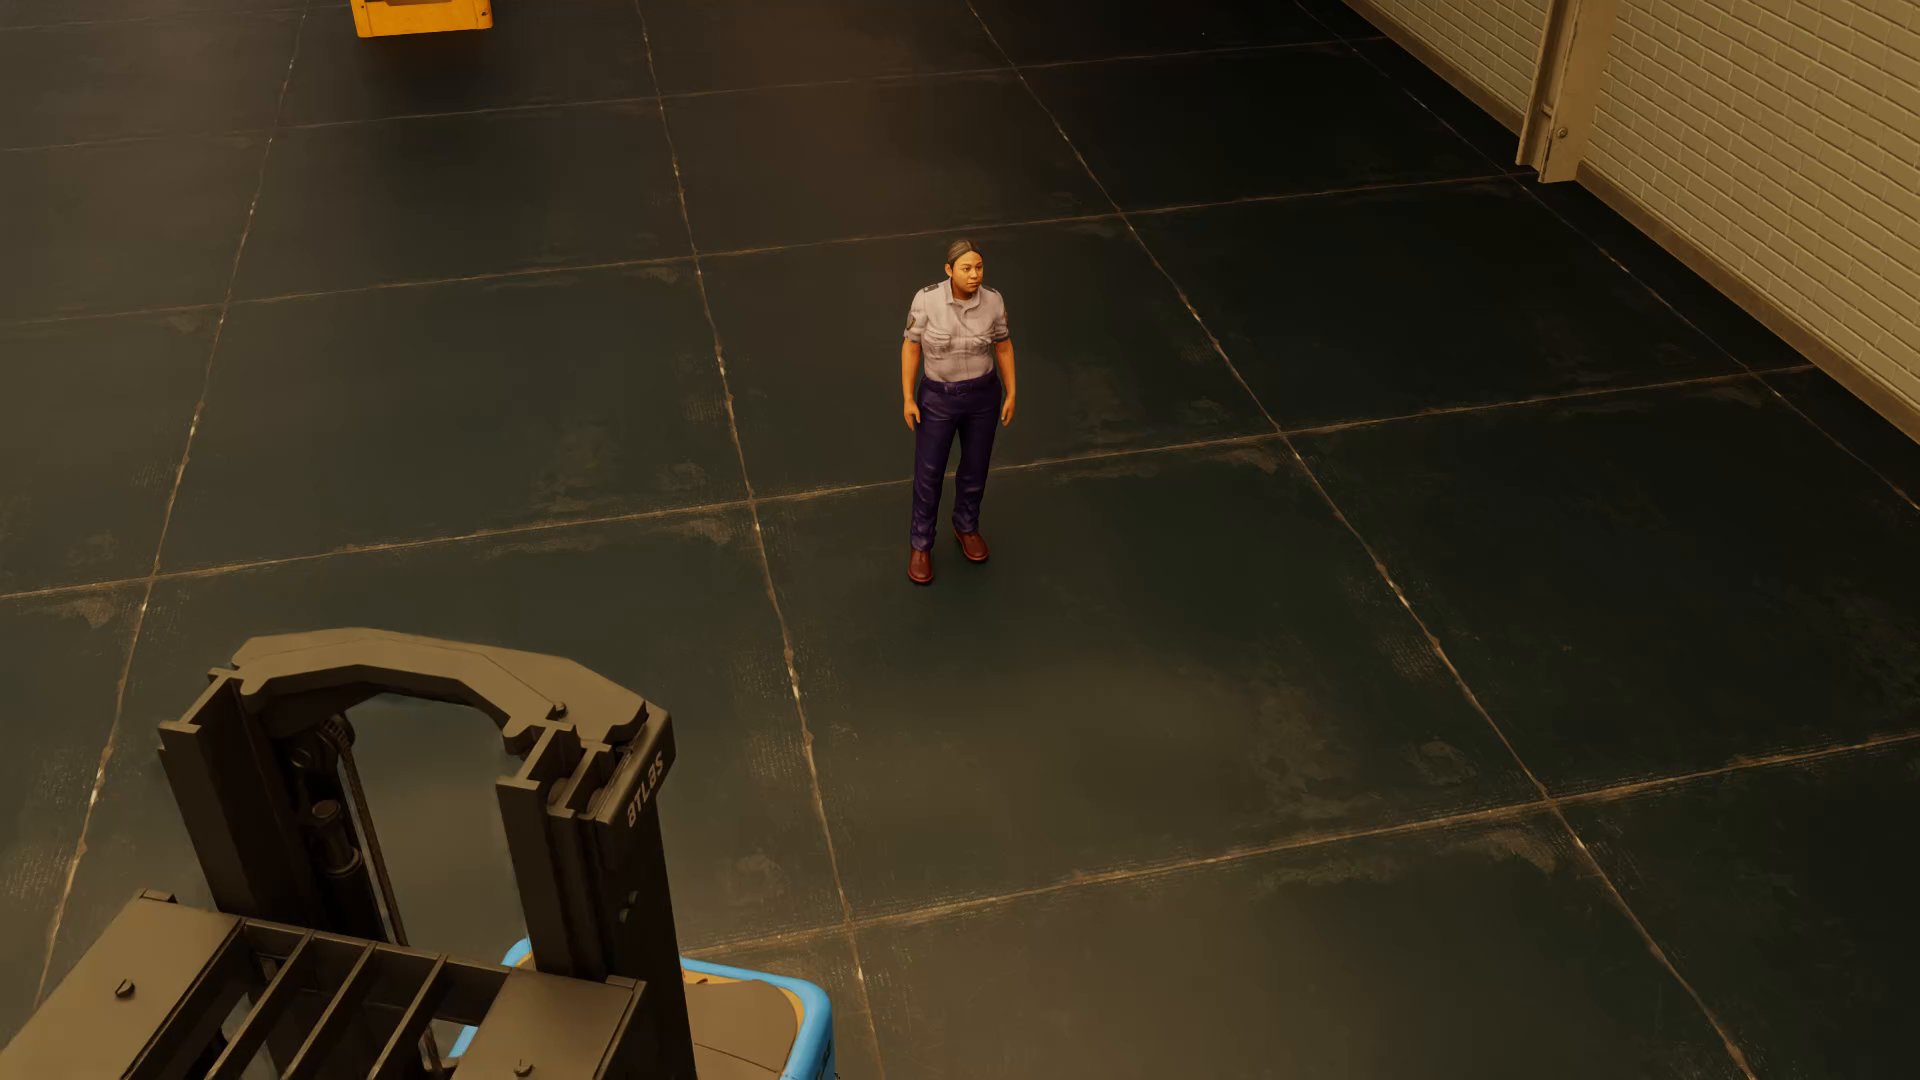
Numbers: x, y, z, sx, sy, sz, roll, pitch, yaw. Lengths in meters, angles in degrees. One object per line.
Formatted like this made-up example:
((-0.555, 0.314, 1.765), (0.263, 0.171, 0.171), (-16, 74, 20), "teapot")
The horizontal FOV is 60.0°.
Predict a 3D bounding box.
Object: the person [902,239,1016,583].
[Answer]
((-0.007, -0.619, 7.998), (0.589, 1.651, 0.502), (-8, 36, -11), "person")

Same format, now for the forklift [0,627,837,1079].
((-1.185, 1.771, 3.589), (1.130, 2.935, 3.031), (7, 36, 10), "forklift")
